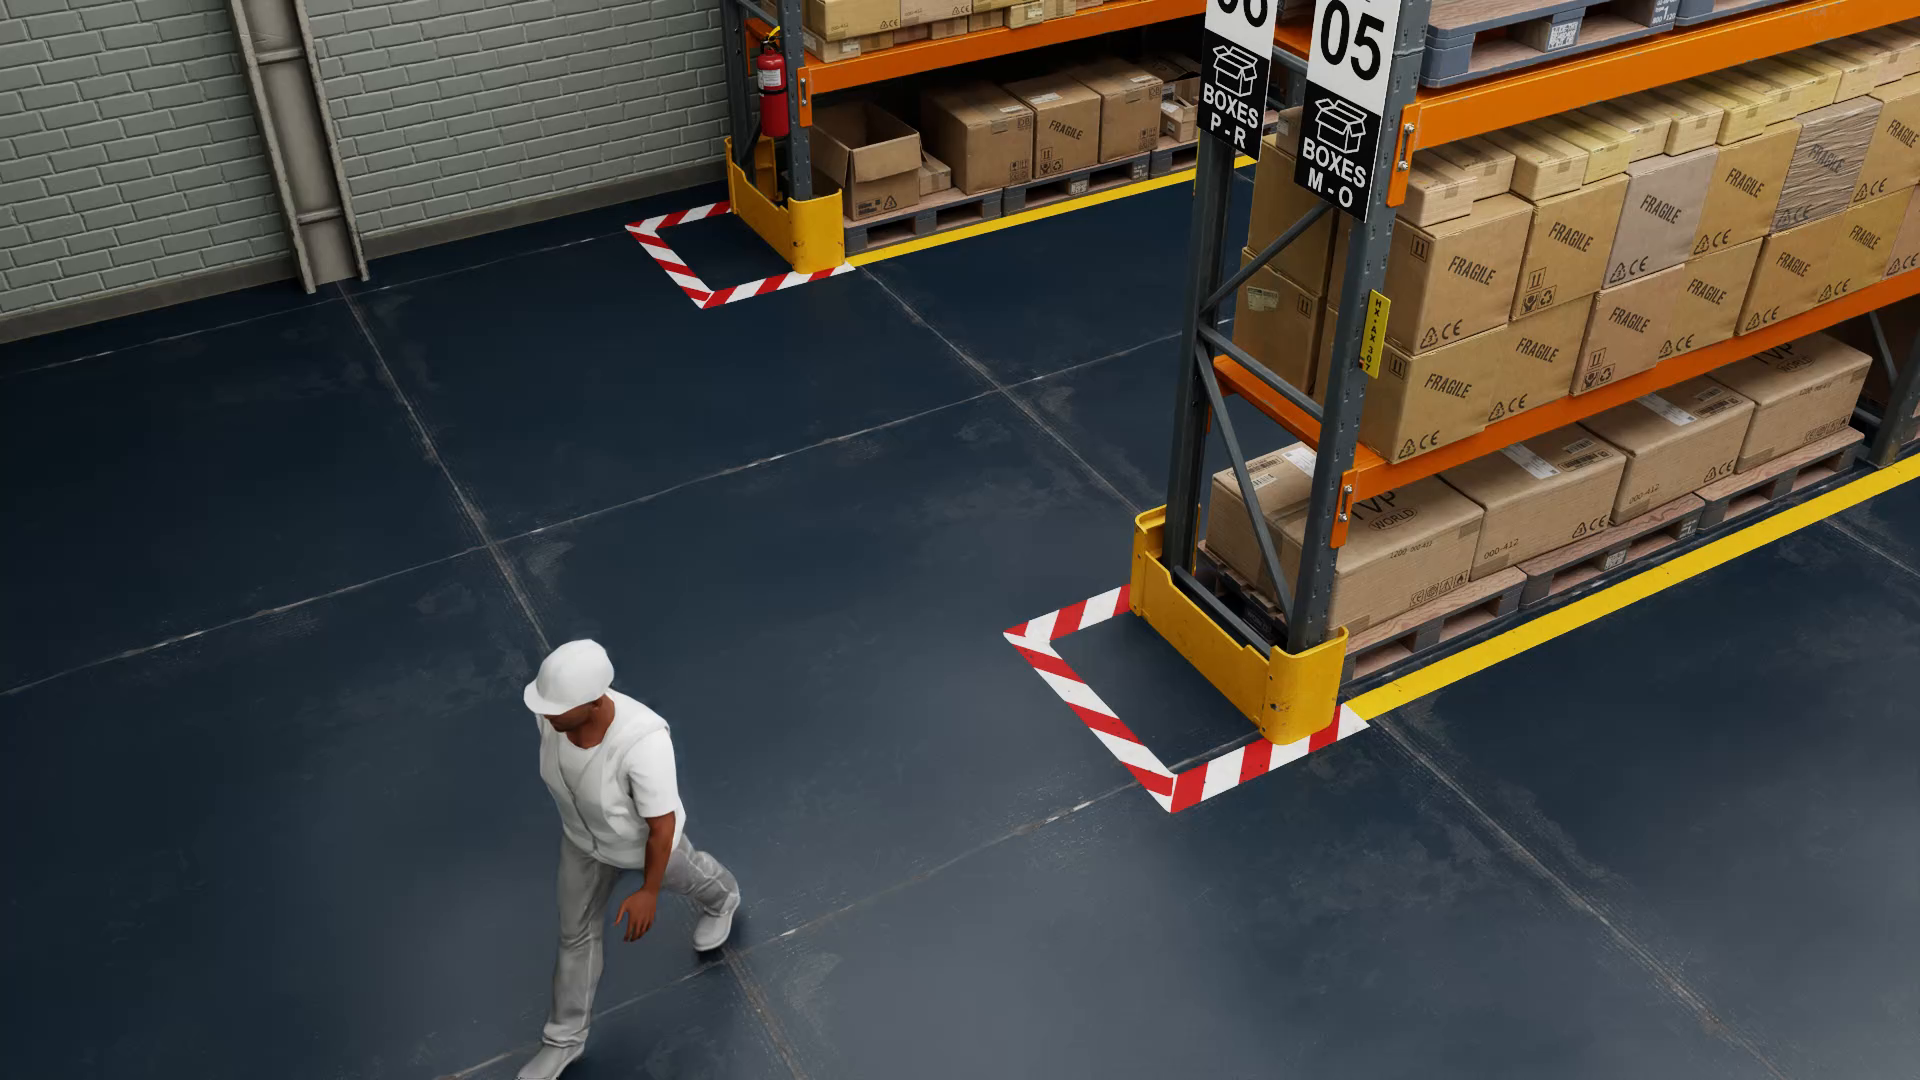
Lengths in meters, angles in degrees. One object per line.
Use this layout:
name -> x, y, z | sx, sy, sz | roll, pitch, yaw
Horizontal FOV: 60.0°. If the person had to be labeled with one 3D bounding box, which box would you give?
person -> -1.162, 0.993, 5.558 | 0.587, 1.696, 1.102 | 16, 39, 20
